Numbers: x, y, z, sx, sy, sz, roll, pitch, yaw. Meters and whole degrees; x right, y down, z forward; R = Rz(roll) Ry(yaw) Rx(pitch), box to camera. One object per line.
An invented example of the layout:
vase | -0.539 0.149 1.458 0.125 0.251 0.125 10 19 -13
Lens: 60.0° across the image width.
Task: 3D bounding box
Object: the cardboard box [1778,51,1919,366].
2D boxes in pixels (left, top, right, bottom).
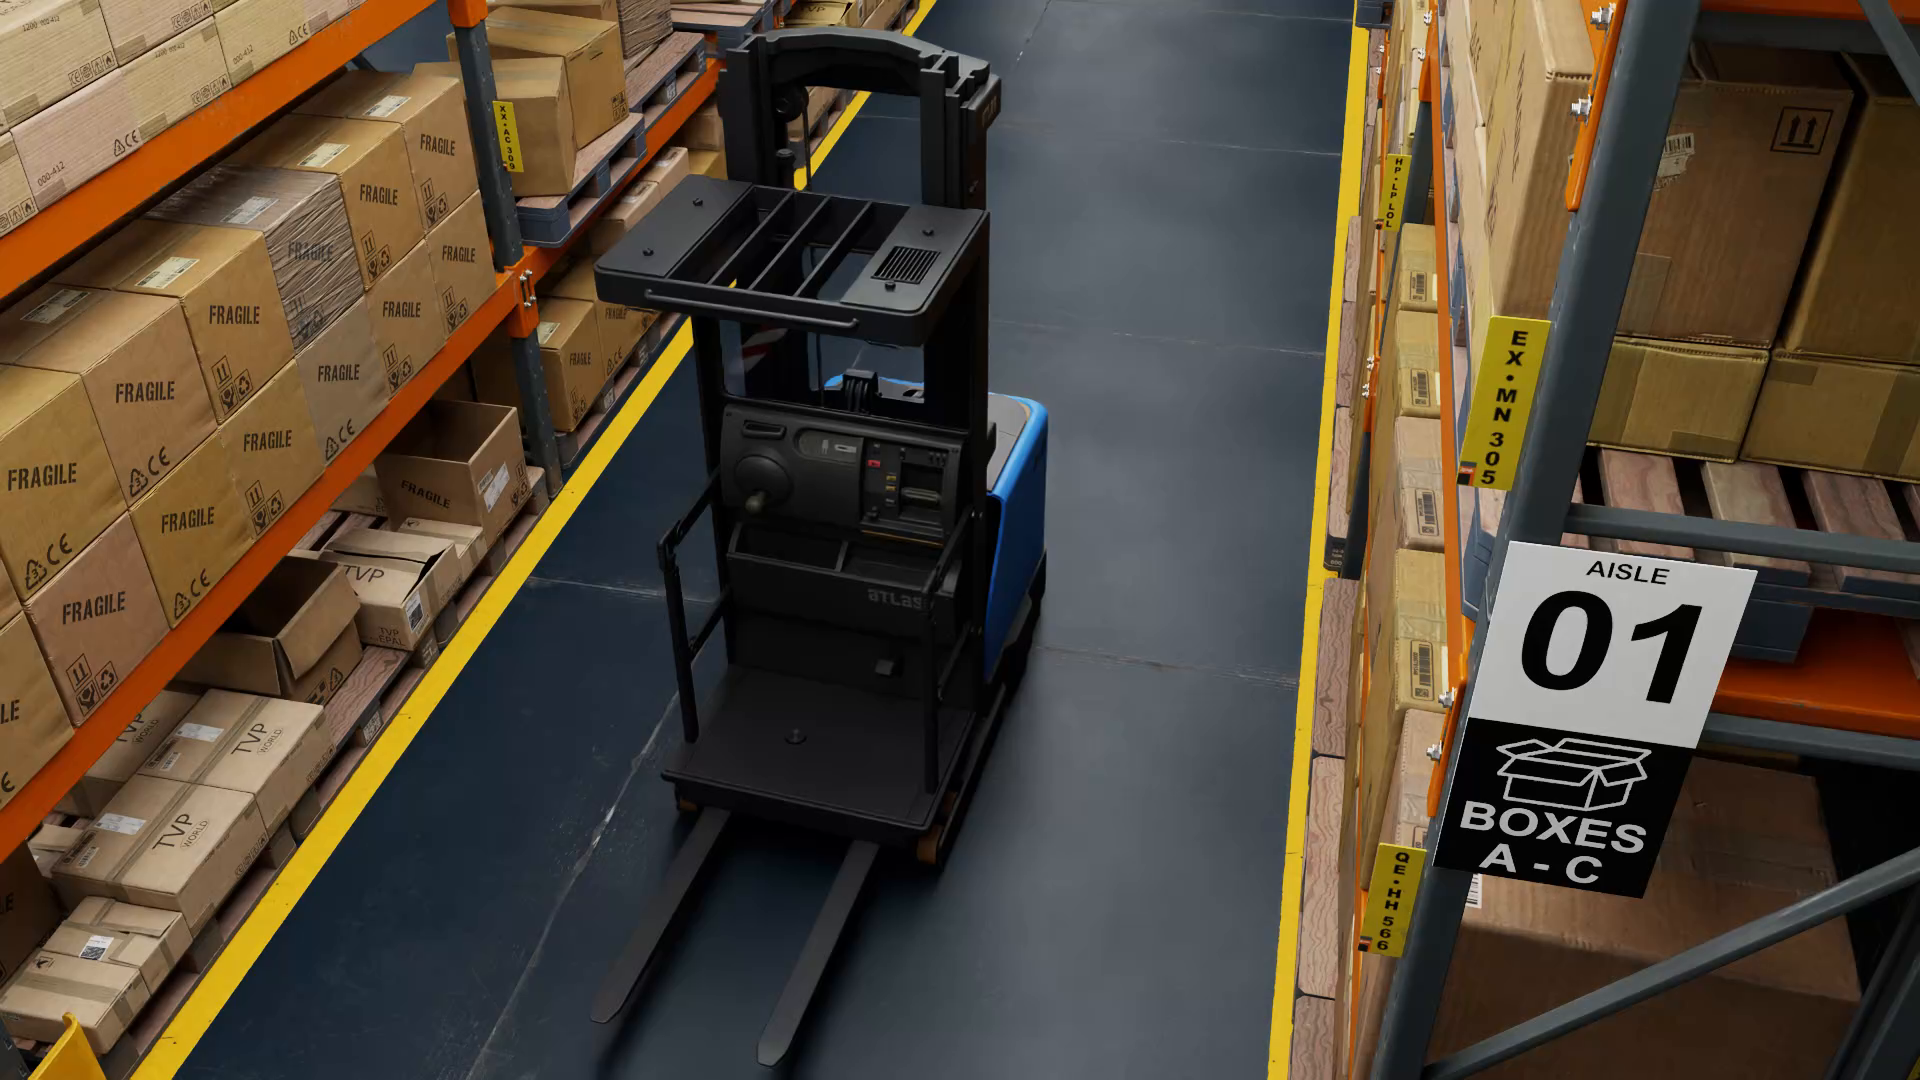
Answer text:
cardboard box | 1.820 -0.661 3.096 0.500 0.500 0.500 6 36 8

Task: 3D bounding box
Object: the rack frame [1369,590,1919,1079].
rack frame | 1.428 1.395 3.769 1.000 3.000 0.127 7 37 10

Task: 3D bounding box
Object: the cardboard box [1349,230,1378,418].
cardboard box | 2.482 -1.097 8.681 0.750 0.750 0.750 8 37 11

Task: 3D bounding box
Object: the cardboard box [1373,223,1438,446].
cardboard box | 2.151 -0.711 6.419 0.980 0.700 0.700 8 37 11

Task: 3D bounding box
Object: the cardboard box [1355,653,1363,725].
cardboard box | 1.660 0.570 6.127 0.380 0.149 0.250 6 36 9

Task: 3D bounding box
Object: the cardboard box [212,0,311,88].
cardboard box | -2.617 -1.786 5.730 0.500 0.250 0.500 7 37 10

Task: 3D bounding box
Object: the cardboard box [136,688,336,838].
cardboard box | -2.805 0.862 6.473 0.500 0.250 0.500 7 37 10

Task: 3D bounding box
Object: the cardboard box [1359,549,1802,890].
cardboard box | 1.672 0.561 4.664 0.980 0.700 0.700 7 37 10

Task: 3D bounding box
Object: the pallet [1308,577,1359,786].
pallet | 2.044 0.657 7.164 1.003 0.211 1.213 7 37 10

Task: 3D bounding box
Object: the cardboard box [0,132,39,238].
cardboard box | -2.934 -0.925 4.542 0.500 0.250 0.500 7 37 10

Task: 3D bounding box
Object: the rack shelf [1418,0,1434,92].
rack shelf | 2.710 -2.968 7.846 1.077 0.370 4.000 7 37 10

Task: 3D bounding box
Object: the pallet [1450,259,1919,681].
pallet | 1.577 -0.210 3.504 1.003 0.211 1.213 7 37 10

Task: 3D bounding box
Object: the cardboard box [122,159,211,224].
cardboard box | -3.153 -1.137 6.326 0.500 0.500 0.500 6 36 9

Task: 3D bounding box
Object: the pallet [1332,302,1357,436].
pallet | 2.632 -0.923 9.343 1.003 0.211 1.213 7 37 10

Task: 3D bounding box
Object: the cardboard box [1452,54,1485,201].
cardboard box | 1.542 -1.020 4.230 0.500 0.250 0.500 6 36 9

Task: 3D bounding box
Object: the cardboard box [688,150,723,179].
cardboard box | -1.784 -2.114 10.366 0.500 0.500 0.500 6 36 8

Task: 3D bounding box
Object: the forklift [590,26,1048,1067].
forklift | -0.507 -0.179 5.999 1.130 2.935 3.031 10 37 13

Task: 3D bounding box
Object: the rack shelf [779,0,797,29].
rack shelf | -1.276 -4.666 12.744 1.077 0.370 4.000 7 37 10

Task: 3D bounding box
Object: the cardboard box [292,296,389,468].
cardboard box | -2.630 -0.648 6.503 0.500 0.500 0.500 8 37 11

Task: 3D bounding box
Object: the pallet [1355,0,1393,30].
pallet | 3.185 -3.536 10.736 1.213 0.211 1.003 7 37 10

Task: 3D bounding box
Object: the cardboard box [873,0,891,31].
cardboard box | -0.873 -4.303 13.616 0.500 0.250 0.500 8 37 11

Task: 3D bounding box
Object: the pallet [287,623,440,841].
pallet | -2.963 0.707 7.094 1.003 0.211 1.213 7 37 10

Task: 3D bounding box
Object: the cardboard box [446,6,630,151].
cardboard box | -2.153 -2.373 8.525 0.700 0.500 0.500 13 38 17

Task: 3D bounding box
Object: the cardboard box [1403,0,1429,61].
cardboard box | 2.468 -2.547 8.214 0.500 0.250 0.500 7 36 9

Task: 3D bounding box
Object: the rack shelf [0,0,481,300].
rack shelf | -2.985 -1.294 5.536 1.077 0.370 4.000 7 37 10

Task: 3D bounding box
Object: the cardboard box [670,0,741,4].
cardboard box | -1.727 -3.646 10.281 0.700 0.500 0.500 -4 36 -6

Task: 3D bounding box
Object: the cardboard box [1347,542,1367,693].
cardboard box | 2.023 0.360 6.970 0.700 0.500 0.500 8 37 11

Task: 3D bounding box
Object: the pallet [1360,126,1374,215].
pallet | 3.305 -2.510 11.534 1.003 0.211 1.213 7 37 10

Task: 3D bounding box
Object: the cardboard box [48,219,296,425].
cardboard box | -2.736 -0.769 5.817 0.500 0.500 0.500 7 37 10

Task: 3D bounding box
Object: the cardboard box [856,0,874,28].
cardboard box | -0.980 -4.247 13.060 0.500 0.311 0.500 7 36 9

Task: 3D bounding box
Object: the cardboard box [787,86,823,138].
cardboard box | -1.304 -3.130 11.998 0.500 0.250 0.500 7 37 10

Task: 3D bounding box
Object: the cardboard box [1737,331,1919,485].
cardboard box | 1.824 -0.357 3.315 0.500 0.250 0.500 9 37 12

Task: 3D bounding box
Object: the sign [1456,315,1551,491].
sign | 0.901 -0.222 2.757 0.100 0.325 0.005 7 37 10

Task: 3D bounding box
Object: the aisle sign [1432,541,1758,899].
aisle sign | 1.120 0.346 3.001 0.394 0.787 0.004 7 37 10

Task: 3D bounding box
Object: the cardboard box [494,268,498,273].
cardboard box | -2.618 -1.284 9.221 0.500 0.500 0.500 7 37 10

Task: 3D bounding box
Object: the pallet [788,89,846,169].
pallet | -1.489 -3.148 12.414 1.003 0.211 1.213 7 37 10

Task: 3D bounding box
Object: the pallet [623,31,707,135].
pallet | -2.114 -2.617 9.468 1.003 0.211 1.213 7 37 10

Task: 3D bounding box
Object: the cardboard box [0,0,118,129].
cardboard box | -2.834 -1.415 4.792 0.500 0.250 0.500 7 37 10

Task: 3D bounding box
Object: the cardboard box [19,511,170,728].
cardboard box | -2.954 0.218 5.308 0.500 0.500 0.500 7 37 10

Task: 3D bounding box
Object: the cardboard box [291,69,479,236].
cardboard box | -2.412 -1.640 7.020 0.500 0.500 0.500 7 37 10

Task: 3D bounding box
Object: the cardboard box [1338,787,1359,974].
cardboard box | 1.694 1.248 5.744 0.700 0.500 0.500 6 36 8

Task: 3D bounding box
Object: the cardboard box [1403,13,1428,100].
cardboard box | 2.360 -2.255 7.811 0.500 0.250 0.500 8 37 11

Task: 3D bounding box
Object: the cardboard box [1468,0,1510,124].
cardboard box | 1.539 -1.313 3.995 0.500 0.500 0.500 6 36 8

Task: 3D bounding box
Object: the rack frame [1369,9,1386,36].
rack frame | 3.992 -5.485 13.261 1.000 3.000 0.127 7 37 10

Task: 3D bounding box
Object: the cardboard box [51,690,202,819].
cardboard box | -3.304 0.828 6.520 0.500 0.250 0.500 7 37 10

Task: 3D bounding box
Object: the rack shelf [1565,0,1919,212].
rack shelf | 1.856 -1.728 3.919 1.077 0.370 4.000 7 37 10

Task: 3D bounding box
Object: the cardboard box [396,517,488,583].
cardboard box | -2.423 0.044 7.688 0.380 0.149 0.250 7 37 10

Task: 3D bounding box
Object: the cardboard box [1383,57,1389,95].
cardboard box | 2.639 -2.653 9.551 0.380 0.149 0.250 8 37 11

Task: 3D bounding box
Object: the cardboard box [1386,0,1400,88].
cardboard box | 2.662 -2.815 9.222 0.500 0.500 0.500 8 37 12

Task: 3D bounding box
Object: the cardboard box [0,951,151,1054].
cardboard box | -2.987 1.555 5.602 0.380 0.149 0.250 7 37 10

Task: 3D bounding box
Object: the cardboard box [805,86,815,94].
cardboard box | -1.304 -3.357 11.834 0.500 0.311 0.500 9 37 12

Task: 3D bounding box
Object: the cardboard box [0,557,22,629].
cardboard box | -3.059 0.110 4.606 0.500 0.500 0.500 8 37 11

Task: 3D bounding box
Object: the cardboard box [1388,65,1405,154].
cardboard box | 2.350 -1.944 8.021 0.500 0.500 0.500 7 37 10

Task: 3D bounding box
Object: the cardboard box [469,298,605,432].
cardboard box | -2.216 -0.930 8.732 0.500 0.500 0.500 6 36 8
